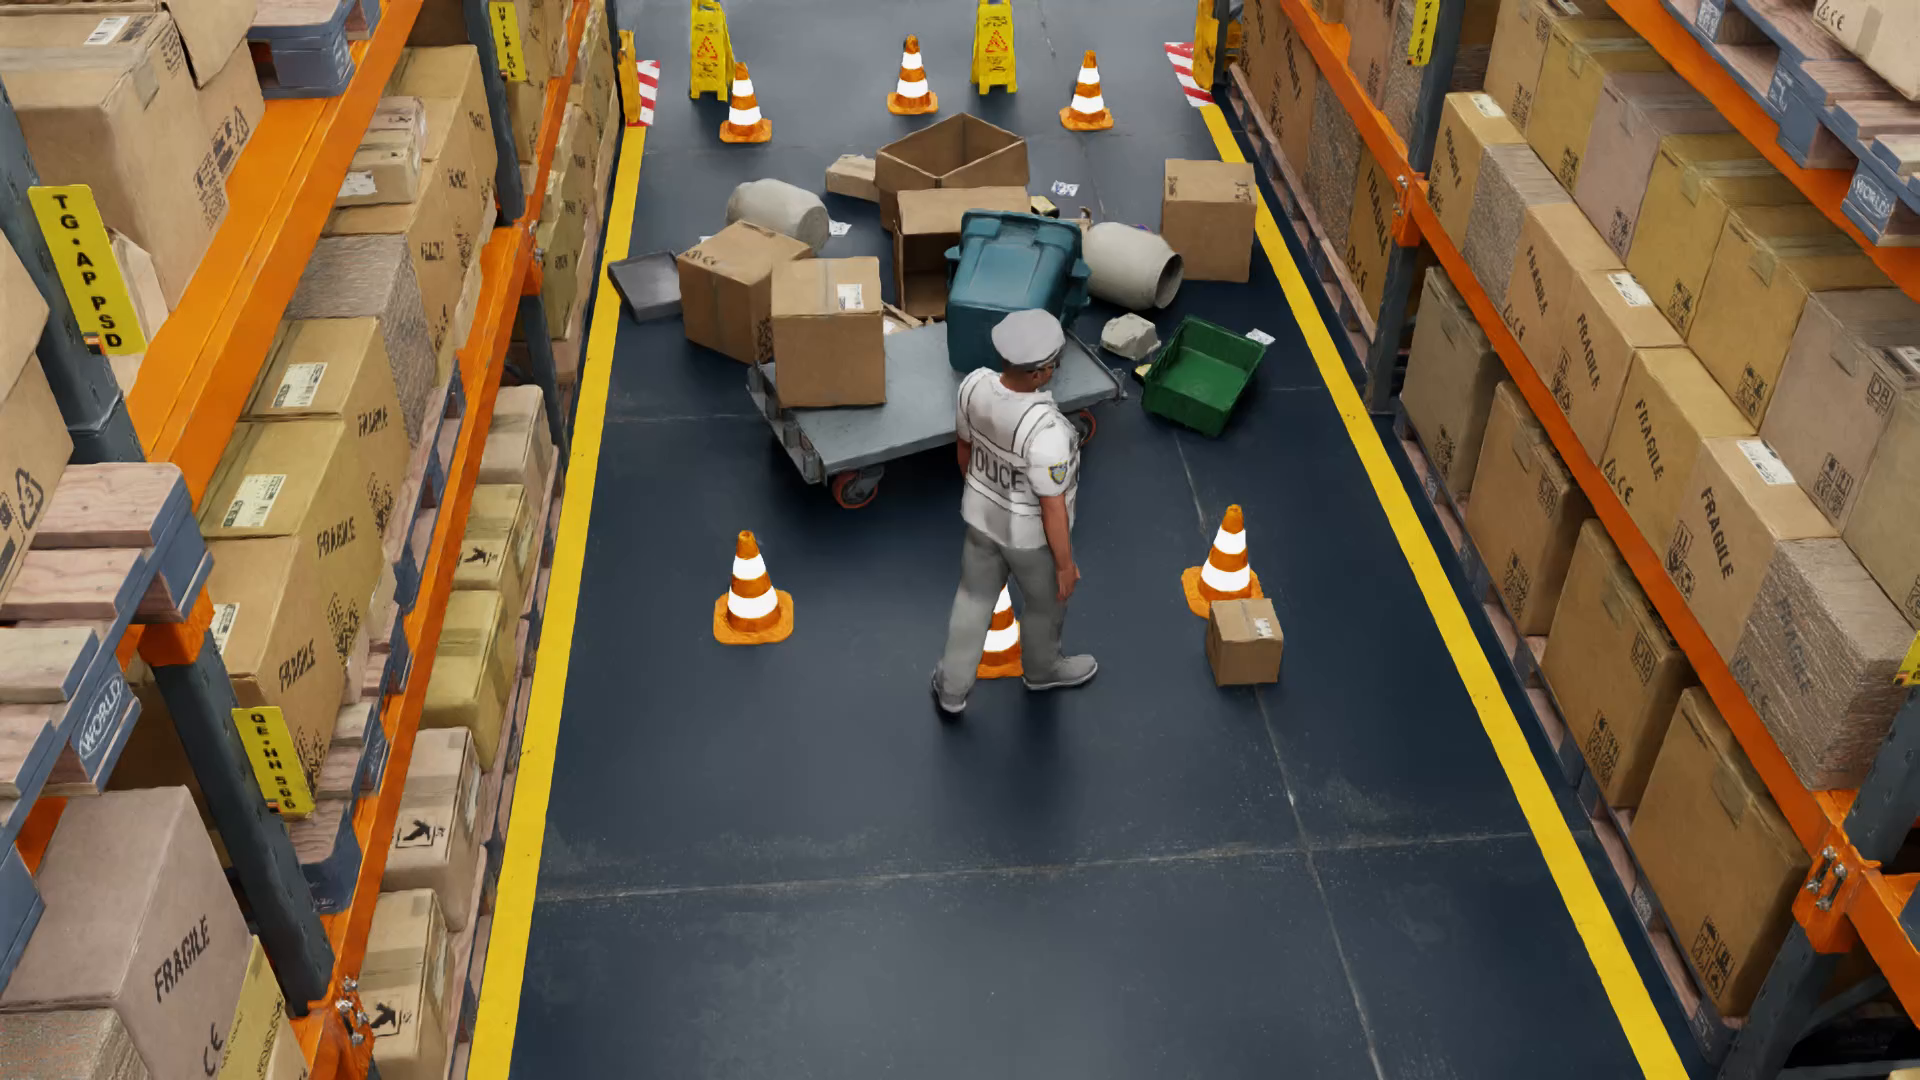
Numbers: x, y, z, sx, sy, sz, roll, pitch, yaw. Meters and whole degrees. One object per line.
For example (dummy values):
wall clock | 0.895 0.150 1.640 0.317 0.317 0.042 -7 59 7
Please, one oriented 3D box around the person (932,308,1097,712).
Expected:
person | 0.229 -0.072 6.231 0.680 1.754 0.625 -32 49 -33
